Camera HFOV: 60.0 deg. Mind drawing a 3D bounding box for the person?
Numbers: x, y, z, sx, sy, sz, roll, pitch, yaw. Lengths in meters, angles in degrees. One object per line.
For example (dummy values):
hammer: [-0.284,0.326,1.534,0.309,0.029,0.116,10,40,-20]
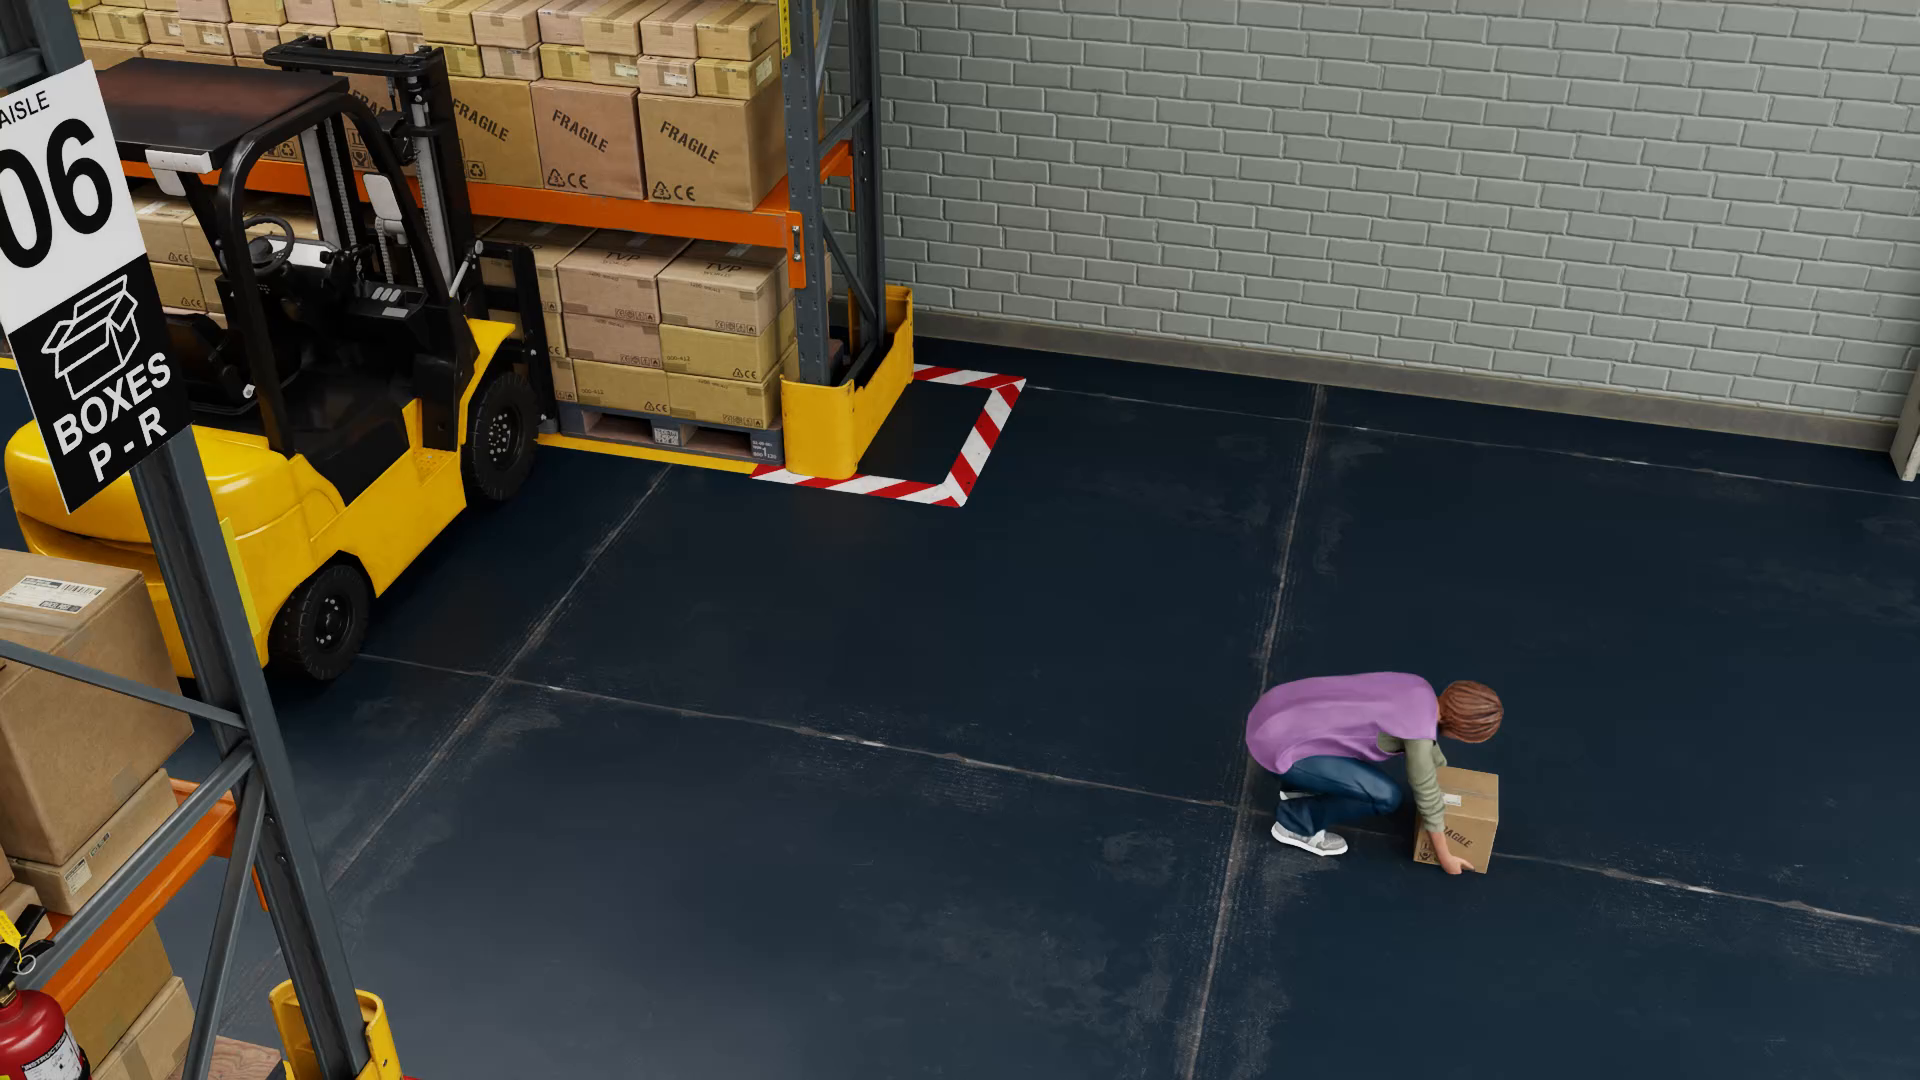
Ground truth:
person: [1.421,0.781,5.838,0.848,0.729,0.428,8,34,11]
